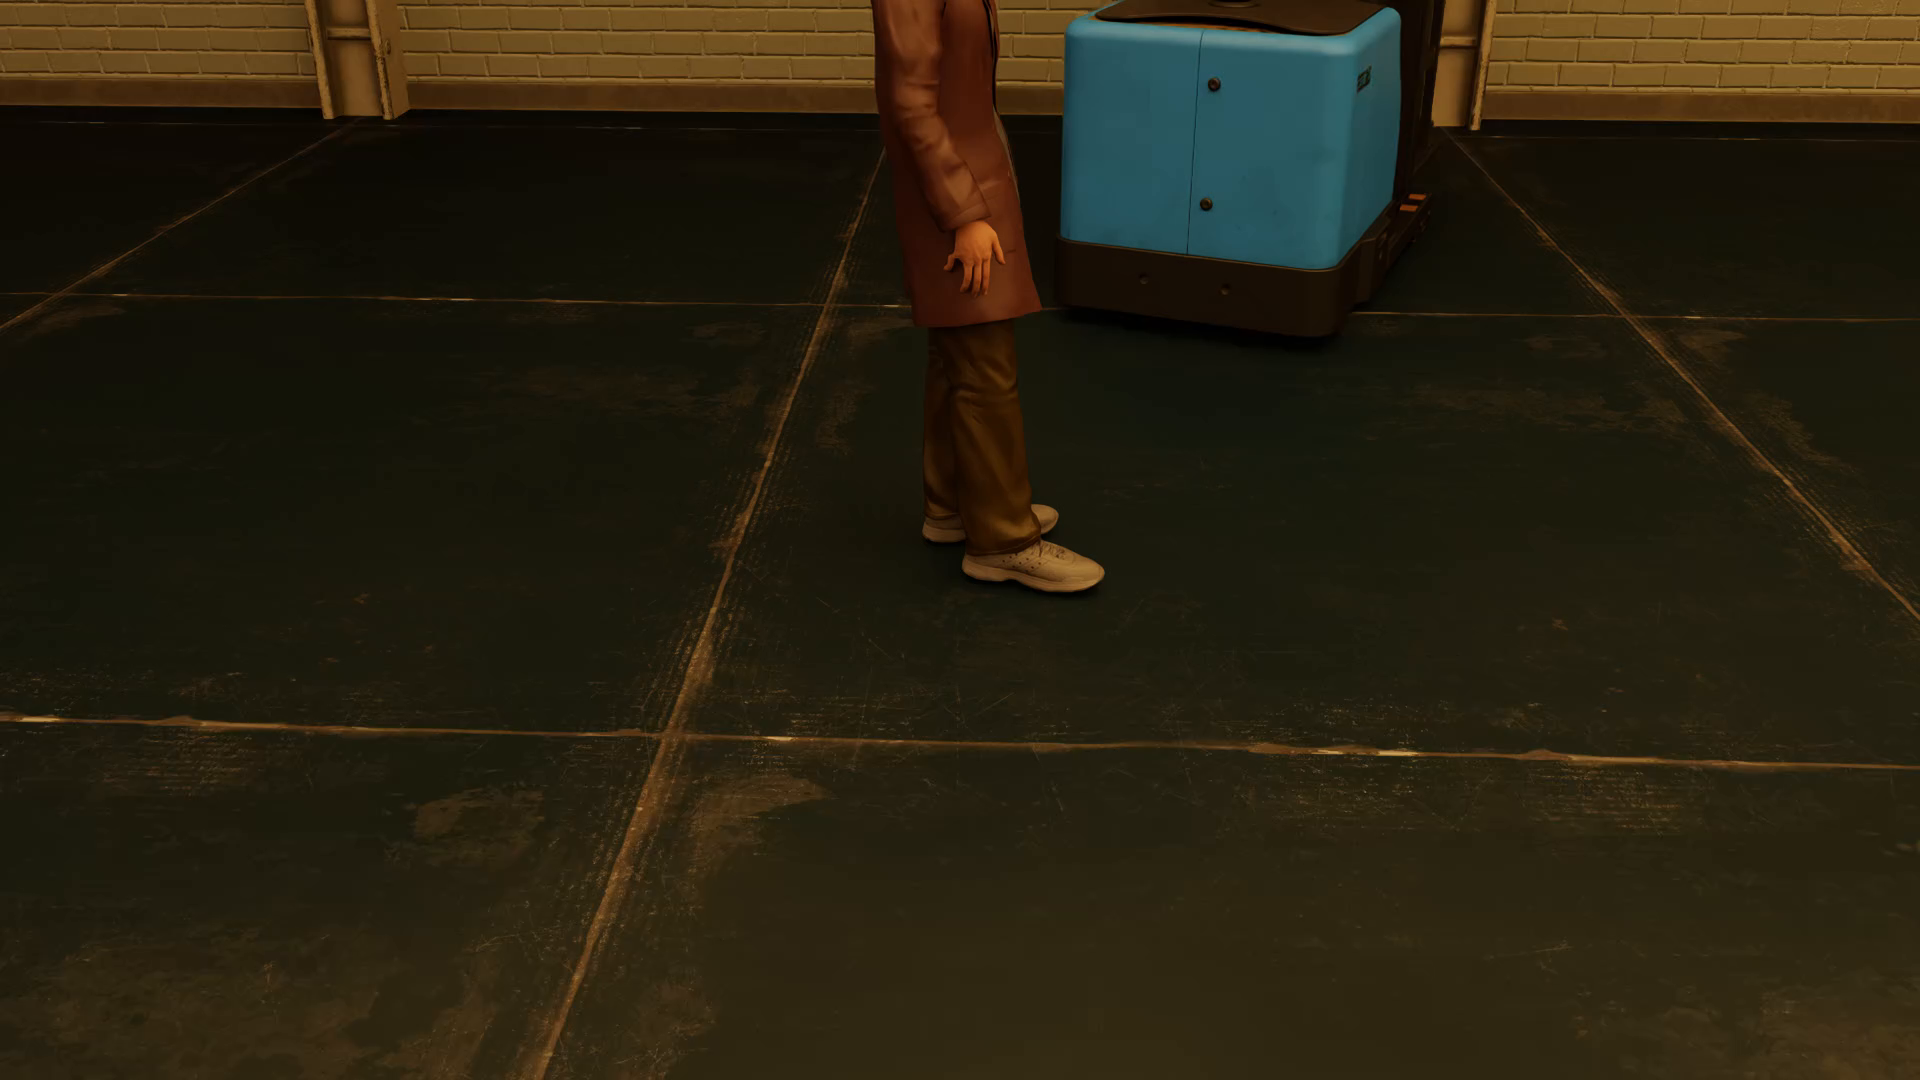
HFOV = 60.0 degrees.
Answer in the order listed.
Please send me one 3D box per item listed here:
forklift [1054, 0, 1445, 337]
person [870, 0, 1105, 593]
[{"bbox_3d":[1.413,-2.645,6.571,1.130,2.935,3.031,11,28,21],"label":"forklift"},{"bbox_3d":[0.092,-0.800,4.118,0.579,1.777,0.696,1,26,2],"label":"person"}]
